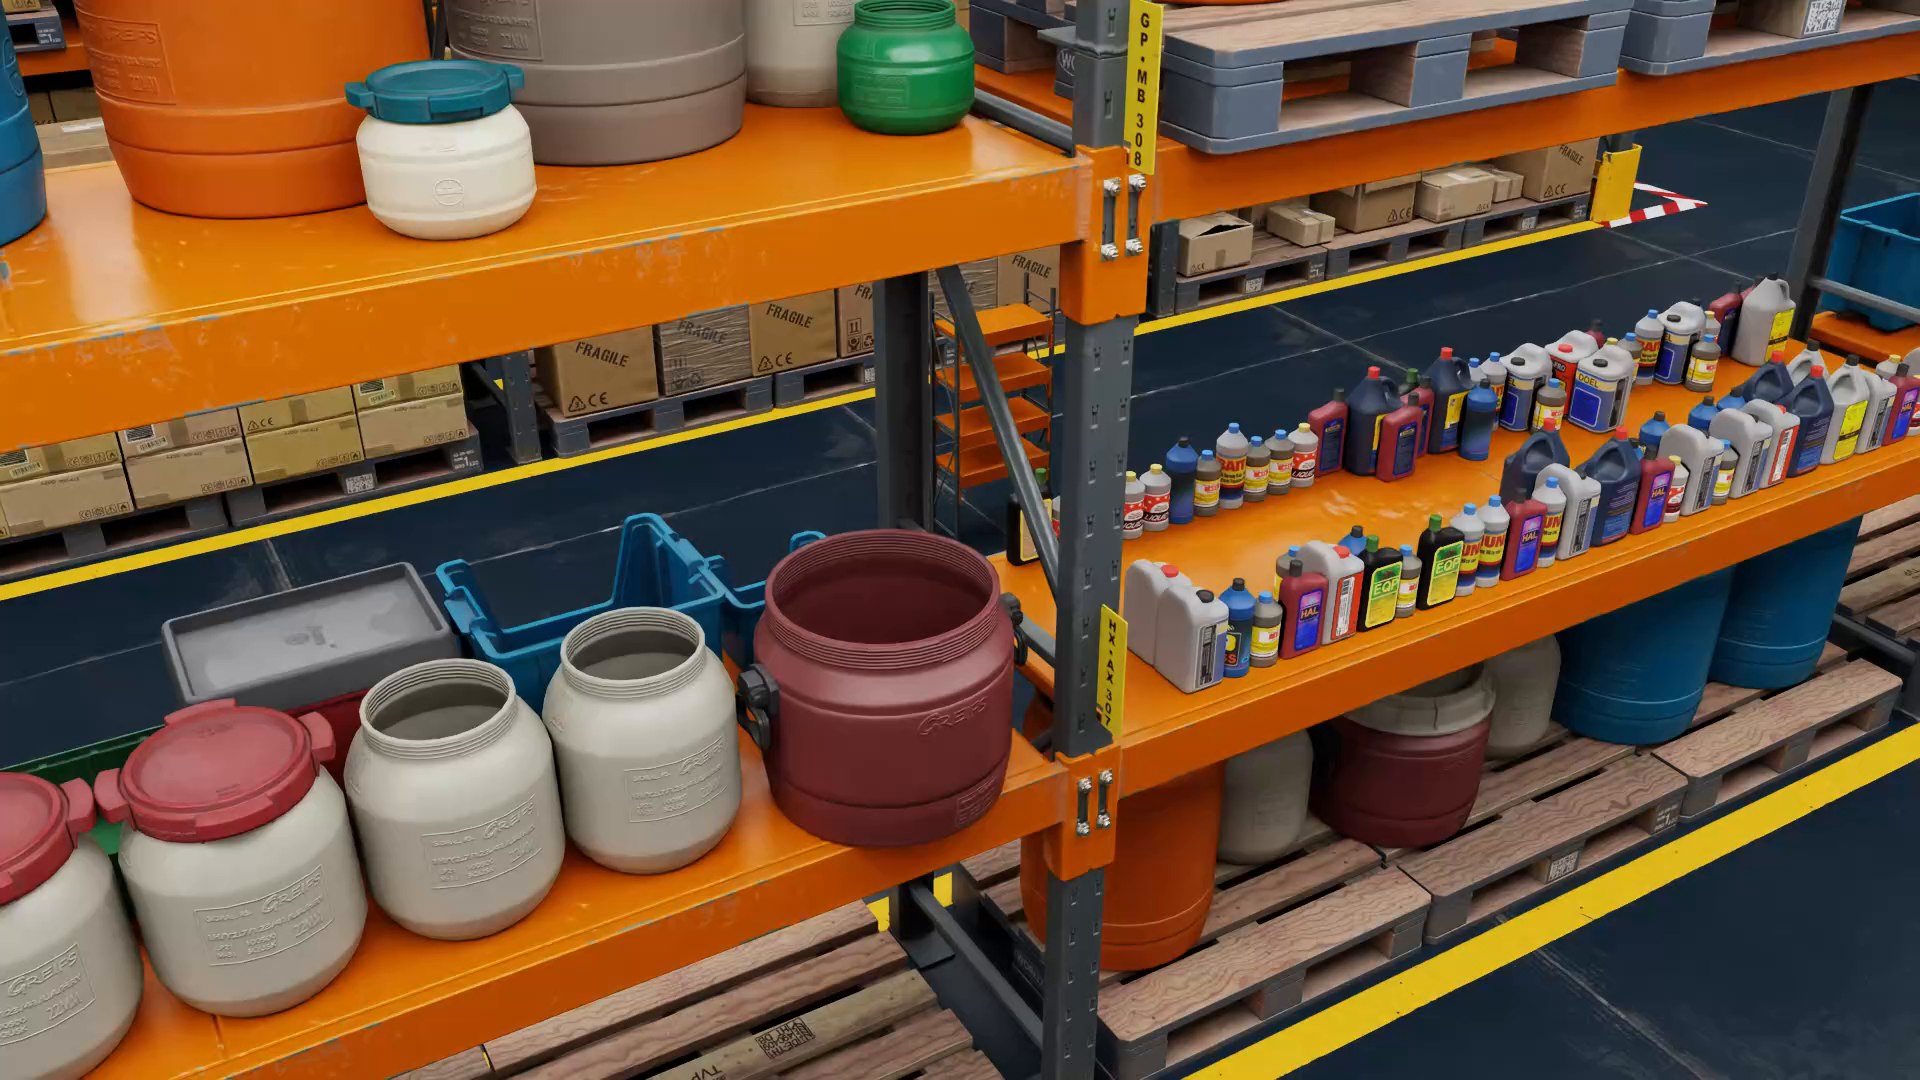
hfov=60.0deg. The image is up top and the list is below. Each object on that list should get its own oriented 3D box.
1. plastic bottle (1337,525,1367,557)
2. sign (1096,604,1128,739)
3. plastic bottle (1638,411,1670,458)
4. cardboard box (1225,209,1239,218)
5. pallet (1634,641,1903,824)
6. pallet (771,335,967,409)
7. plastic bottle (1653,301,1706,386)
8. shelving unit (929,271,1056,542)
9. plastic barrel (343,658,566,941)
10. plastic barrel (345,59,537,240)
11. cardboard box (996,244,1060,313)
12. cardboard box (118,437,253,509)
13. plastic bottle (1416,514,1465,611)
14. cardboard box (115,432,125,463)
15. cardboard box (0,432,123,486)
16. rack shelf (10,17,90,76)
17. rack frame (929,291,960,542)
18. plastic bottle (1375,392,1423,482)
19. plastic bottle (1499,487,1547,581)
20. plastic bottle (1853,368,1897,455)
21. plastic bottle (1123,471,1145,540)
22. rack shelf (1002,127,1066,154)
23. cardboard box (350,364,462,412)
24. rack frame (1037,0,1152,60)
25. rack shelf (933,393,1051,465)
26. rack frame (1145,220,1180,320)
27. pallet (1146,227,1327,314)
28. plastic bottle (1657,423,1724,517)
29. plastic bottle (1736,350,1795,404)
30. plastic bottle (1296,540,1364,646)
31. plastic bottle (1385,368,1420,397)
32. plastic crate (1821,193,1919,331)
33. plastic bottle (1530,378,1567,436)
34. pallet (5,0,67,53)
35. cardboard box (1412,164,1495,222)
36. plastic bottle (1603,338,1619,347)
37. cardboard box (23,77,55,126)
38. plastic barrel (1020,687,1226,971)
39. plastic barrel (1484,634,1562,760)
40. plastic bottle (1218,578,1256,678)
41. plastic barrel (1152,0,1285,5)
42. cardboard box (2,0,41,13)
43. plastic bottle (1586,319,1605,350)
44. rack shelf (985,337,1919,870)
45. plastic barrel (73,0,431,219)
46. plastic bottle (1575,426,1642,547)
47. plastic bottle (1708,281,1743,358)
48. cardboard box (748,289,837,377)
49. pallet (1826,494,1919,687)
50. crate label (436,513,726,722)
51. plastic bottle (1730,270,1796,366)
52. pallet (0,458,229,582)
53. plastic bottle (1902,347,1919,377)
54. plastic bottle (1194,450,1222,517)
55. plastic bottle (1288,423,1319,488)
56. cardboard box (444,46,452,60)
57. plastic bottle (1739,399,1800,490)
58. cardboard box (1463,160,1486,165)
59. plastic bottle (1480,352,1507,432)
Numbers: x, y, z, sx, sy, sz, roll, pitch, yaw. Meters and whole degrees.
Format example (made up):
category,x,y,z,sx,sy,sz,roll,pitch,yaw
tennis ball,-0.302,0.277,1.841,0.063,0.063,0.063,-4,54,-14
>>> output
category,x,y,z,sx,sy,sz,roll,pitch,yaw
plastic bottle,1.090,0.085,4.624,0.097,0.271,0.097,0,29,0
sign,0.356,0.312,3.912,0.005,0.325,0.100,-16,33,-26
plastic bottle,2.199,-0.281,5.288,0.097,0.271,0.097,0,29,0
cardboard box,1.655,-2.207,11.139,0.250,0.149,0.380,-16,33,-26
pallet,2.834,0.569,6.501,1.213,0.211,1.003,-16,33,-26
pallet,-0.721,-1.152,9.618,1.213,0.211,1.003,-16,33,-26
plastic bottle,2.613,-0.725,6.088,0.135,0.276,0.152,-16,33,-26
shelving unit,0.143,-0.566,7.534,0.503,1.200,0.258,-16,33,-26
plastic barrel,-1.070,0.551,3.532,0.421,0.512,0.421,0,29,0
plastic barrel,-0.907,-0.689,2.932,0.301,0.262,0.301,0,29,0
cardboard box,0.303,-1.628,9.728,0.500,0.500,0.500,-16,33,-26
cardboard box,-3.642,-0.409,7.798,0.500,0.250,0.500,-15,32,-25
plastic bottle,1.345,0.052,4.672,0.133,0.283,0.061,-16,33,-26
cardboard box,-3.913,-0.630,8.198,0.500,0.250,0.500,-17,33,-28
cardboard box,-4.076,-0.529,7.436,0.500,0.311,0.500,-15,32,-25
rack shelf,-6.672,-3.167,11.129,4.000,0.370,1.077,-16,33,-26
rack frame,-0.068,-0.506,7.425,0.015,1.200,0.240,-16,33,-26
plastic bottle,1.422,-0.335,5.373,0.133,0.283,0.061,-16,33,-26
plastic bottle,1.628,-0.028,4.818,0.133,0.283,0.061,-16,33,-26
plastic bottle,3.029,-0.449,5.587,0.135,0.276,0.152,-16,33,-26
plastic bottle,0.512,-0.111,5.053,0.097,0.201,0.097,0,29,0
rack shelf,-0.710,-2.083,9.165,4.000,0.370,1.077,-16,33,-26
cardboard box,-2.761,-0.903,8.113,0.500,0.311,0.500,-15,32,-25
rack frame,0.072,-2.471,2.914,0.127,3.000,1.000,-16,33,-26
rack shelf,0.143,-0.507,7.566,0.480,0.148,0.258,-16,33,-26
rack frame,1.014,-2.888,9.878,0.127,3.000,1.000,-16,33,-26
pallet,1.607,-1.835,10.856,1.213,0.211,1.003,-16,33,-26
plastic bottle,2.279,-0.235,5.201,0.135,0.276,0.152,-16,33,-26
plastic bottle,2.661,-0.455,5.522,0.185,0.351,0.144,-16,33,-26
plastic bottle,1.007,0.125,4.547,0.135,0.276,0.152,-16,33,-26
plastic bottle,1.464,-0.428,5.541,0.133,0.283,0.061,-16,33,-26
plastic crate,3.750,-1.099,6.592,0.575,0.384,0.392,-16,33,-26
plastic bottle,2.009,-0.451,5.669,0.097,0.201,0.097,0,29,0
pallet,-6.633,-3.386,10.979,1.213,0.211,1.003,-16,33,-26
cardboard box,3.285,-2.400,11.385,0.500,0.250,0.500,-16,33,-26
plastic bottle,2.331,-0.628,5.989,0.097,0.201,0.097,0,29,0
cardboard box,-6.506,-2.959,11.362,0.500,0.250,0.500,-16,33,-27
plastic barrel,0.485,0.795,5.016,0.708,0.830,0.600,-16,33,-26
plastic barrel,1.900,0.482,5.912,0.421,0.512,0.421,0,29,0
plastic bottle,0.722,0.224,4.373,0.097,0.271,0.097,0,29,0
plastic barrel,0.563,-1.667,3.683,0.708,0.830,0.600,-16,33,-26
cardboard box,-6.410,-3.774,10.926,0.500,0.500,0.700,-16,33,-26
plastic bottle,2.222,-0.643,5.931,0.133,0.283,0.061,-16,33,-26
rack shelf,1.796,-0.019,5.424,4.000,0.370,1.077,-16,33,-26
plastic barrel,-1.310,-1.075,3.044,0.708,0.830,0.600,-16,33,-26
plastic bottle,1.944,-0.171,5.006,0.185,0.351,0.144,-16,33,-26
plastic bottle,2.873,-0.828,6.266,0.133,0.283,0.061,-16,33,-26
cardboard box,-1.014,-1.250,9.043,0.500,0.500,0.500,-16,33,-27
pallet,4.135,0.201,7.167,1.213,0.211,1.003,-16,33,-26
crate label,-0.922,0.271,4.118,0.616,0.435,0.502,-16,33,-26
plastic bottle,3.018,-0.841,6.220,0.185,0.351,0.144,-16,33,-26
pallet,-4.215,-0.206,7.905,1.213,0.211,1.003,-16,33,-26
plastic bottle,3.344,-0.538,5.749,0.135,0.276,0.152,-16,33,-26
plastic bottle,0.764,-0.183,5.182,0.097,0.201,0.097,0,29,0
plastic bottle,1.099,-0.278,5.355,0.097,0.201,0.097,0,29,0
cardboard box,-4.247,-3.339,12.487,0.750,0.750,0.750,-16,33,-27
plastic bottle,2.595,-0.325,5.363,0.135,0.276,0.152,-16,33,-26
cardboard box,3.419,-2.718,11.962,0.500,0.250,0.500,-16,33,-26
plastic bottle,1.816,-0.512,5.707,0.097,0.271,0.097,0,29,0
